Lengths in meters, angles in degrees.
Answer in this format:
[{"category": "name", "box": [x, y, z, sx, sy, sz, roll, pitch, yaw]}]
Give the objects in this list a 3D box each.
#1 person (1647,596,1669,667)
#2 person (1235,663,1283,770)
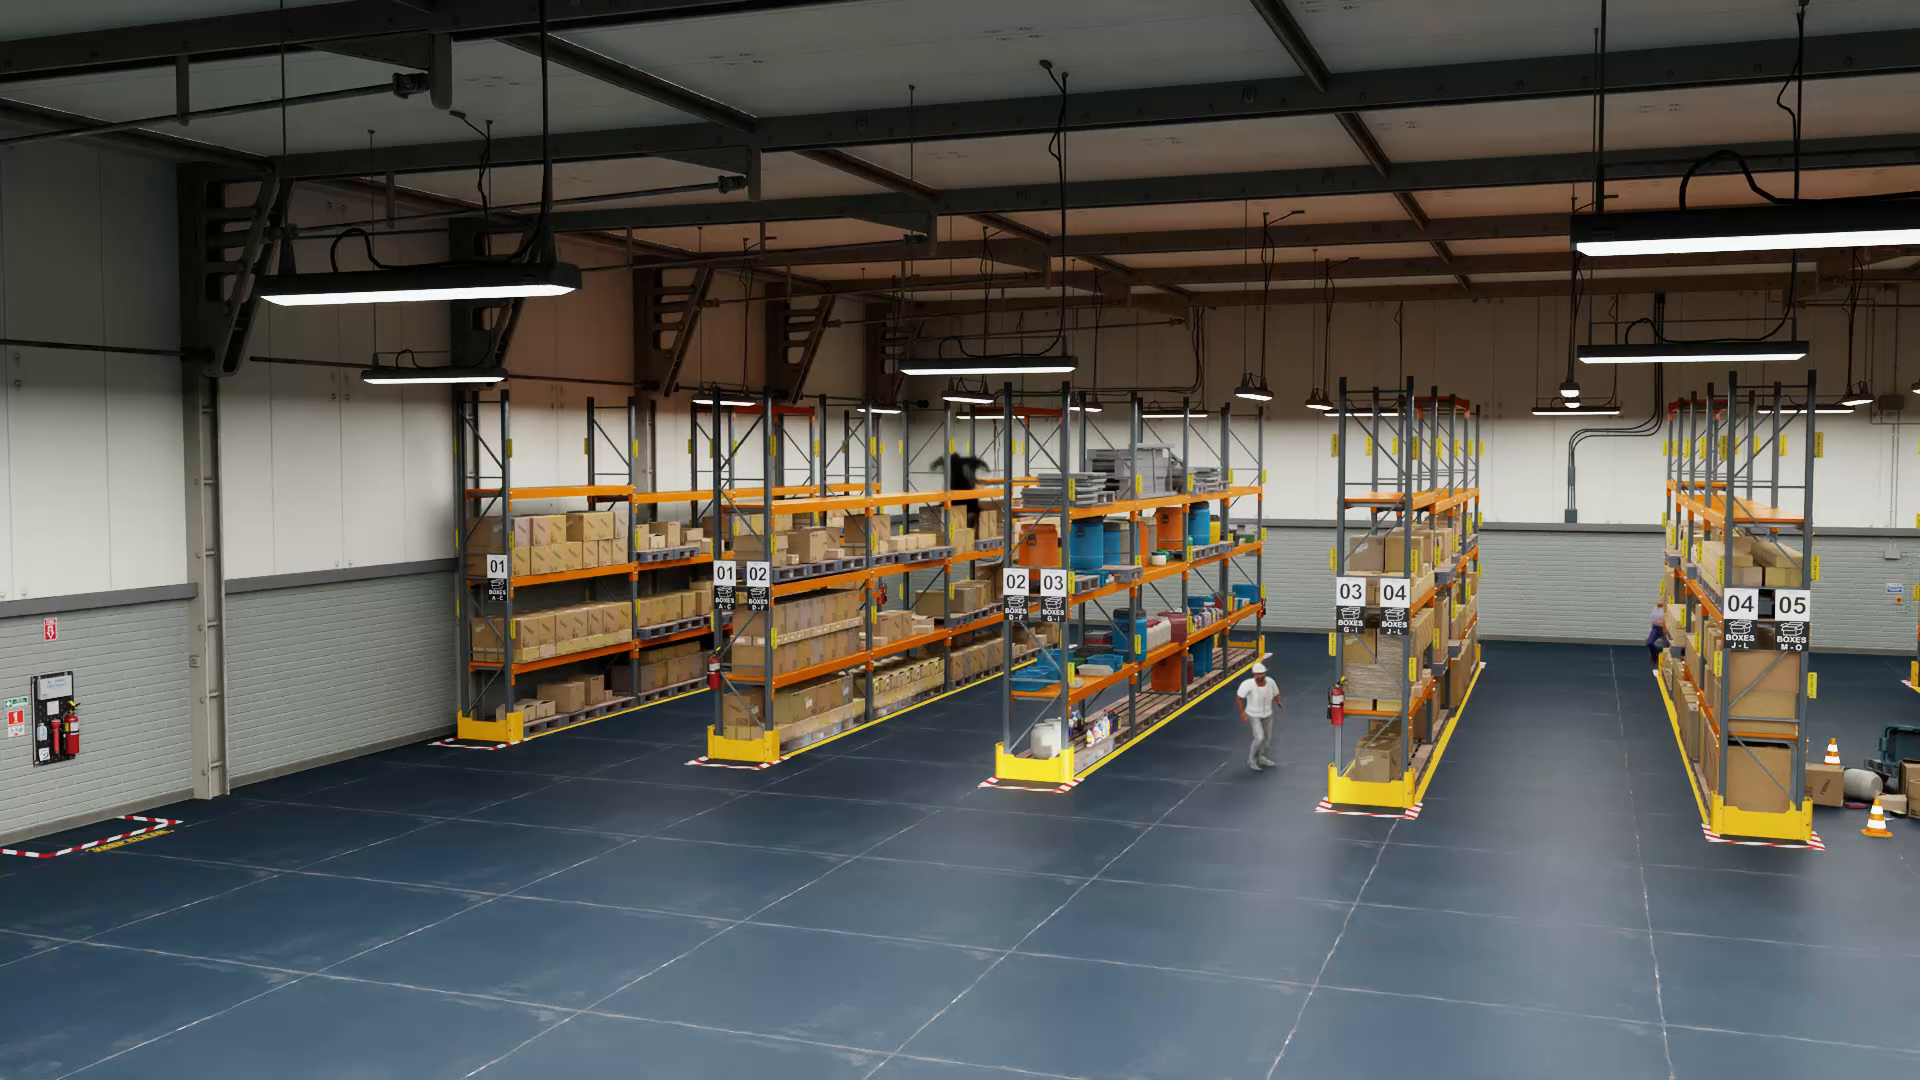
[{"category": "person", "box": [16.082, 2.106, 38.110, 0.788, 1.666, 0.506, -2, 4, -36]}, {"category": "person", "box": [4.696, 2.756, 26.004, 0.697, 1.707, 0.767, -1, 3, -22]}]
